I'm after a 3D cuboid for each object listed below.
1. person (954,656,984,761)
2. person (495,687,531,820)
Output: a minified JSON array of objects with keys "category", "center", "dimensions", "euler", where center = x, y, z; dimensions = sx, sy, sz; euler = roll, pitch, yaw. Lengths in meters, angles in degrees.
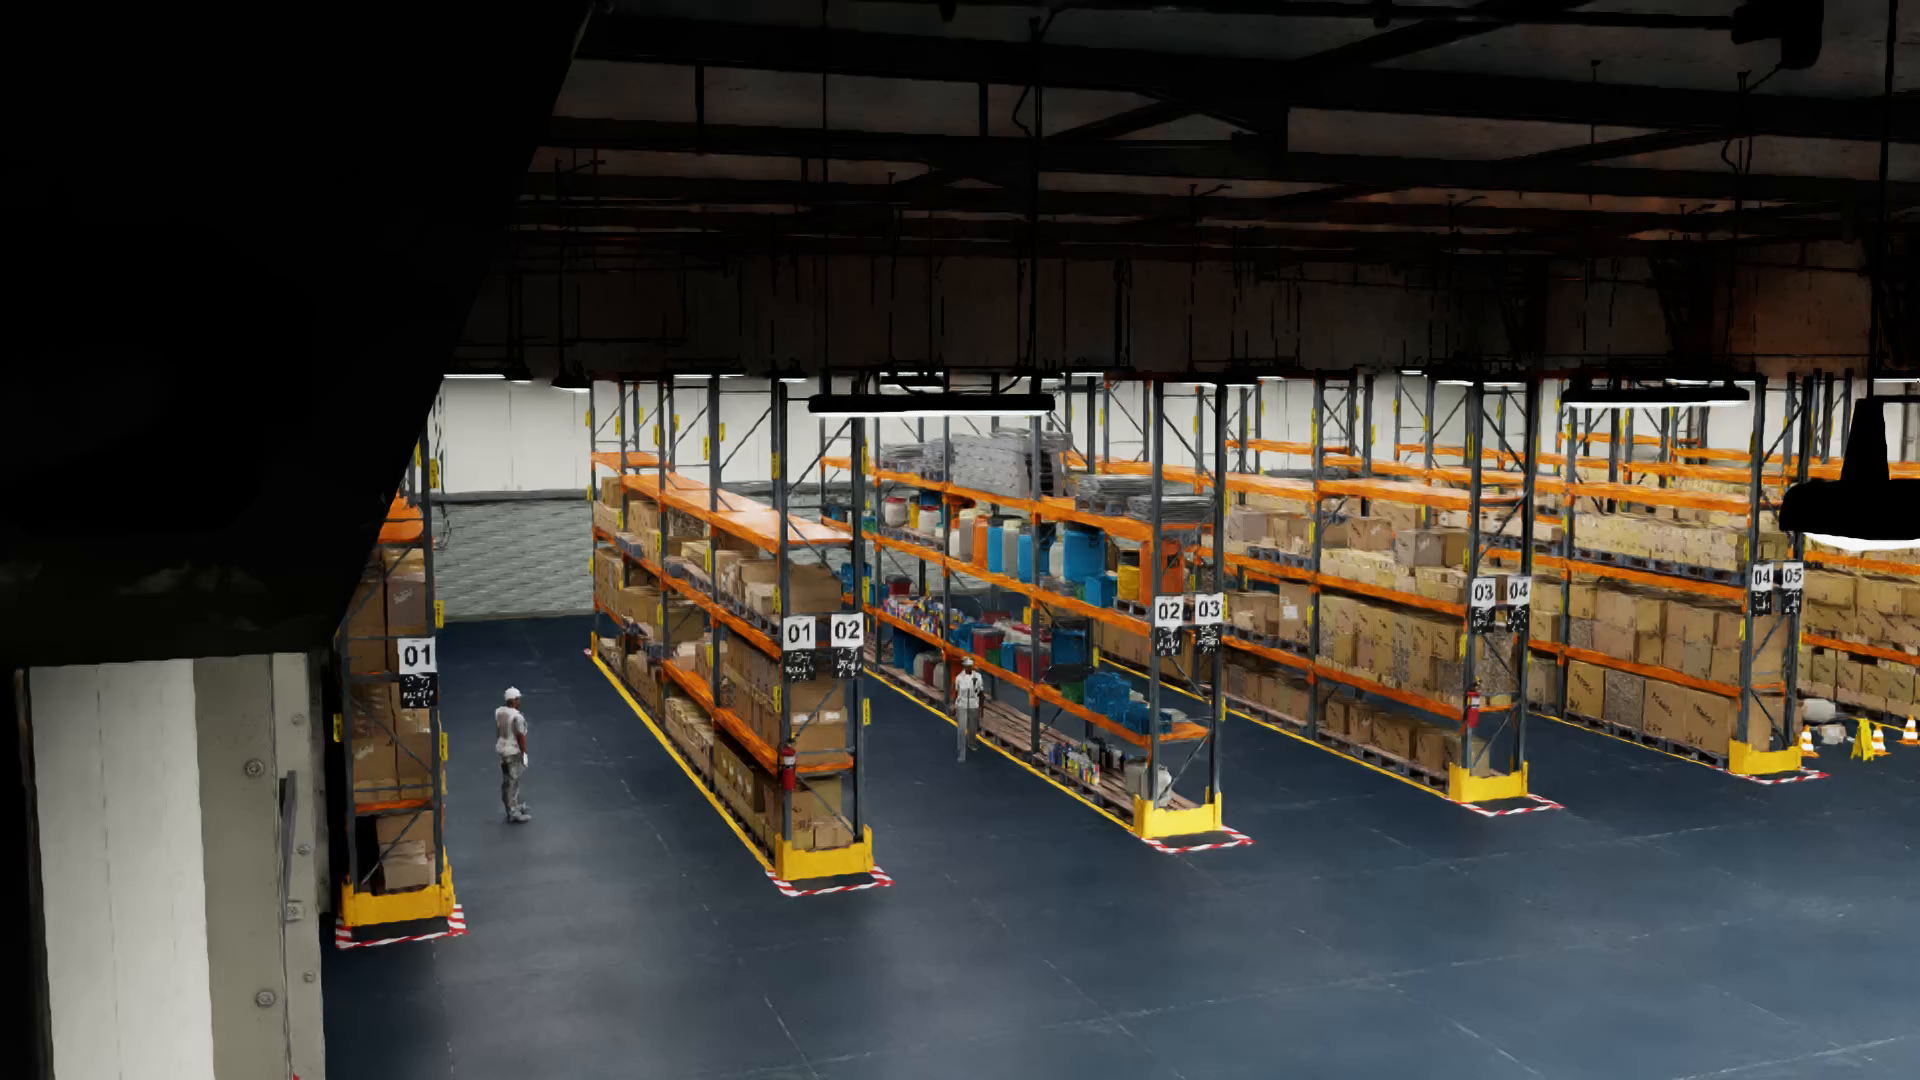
[{"category":"person","center":[0.142,2.600,26.133],"dimensions":[0.474,1.629,0.909],"euler":[0,6,-3]},{"category":"person","center":[-6.080,2.891,22.733],"dimensions":[0.634,1.789,0.477],"euler":[6,9,44]}]
